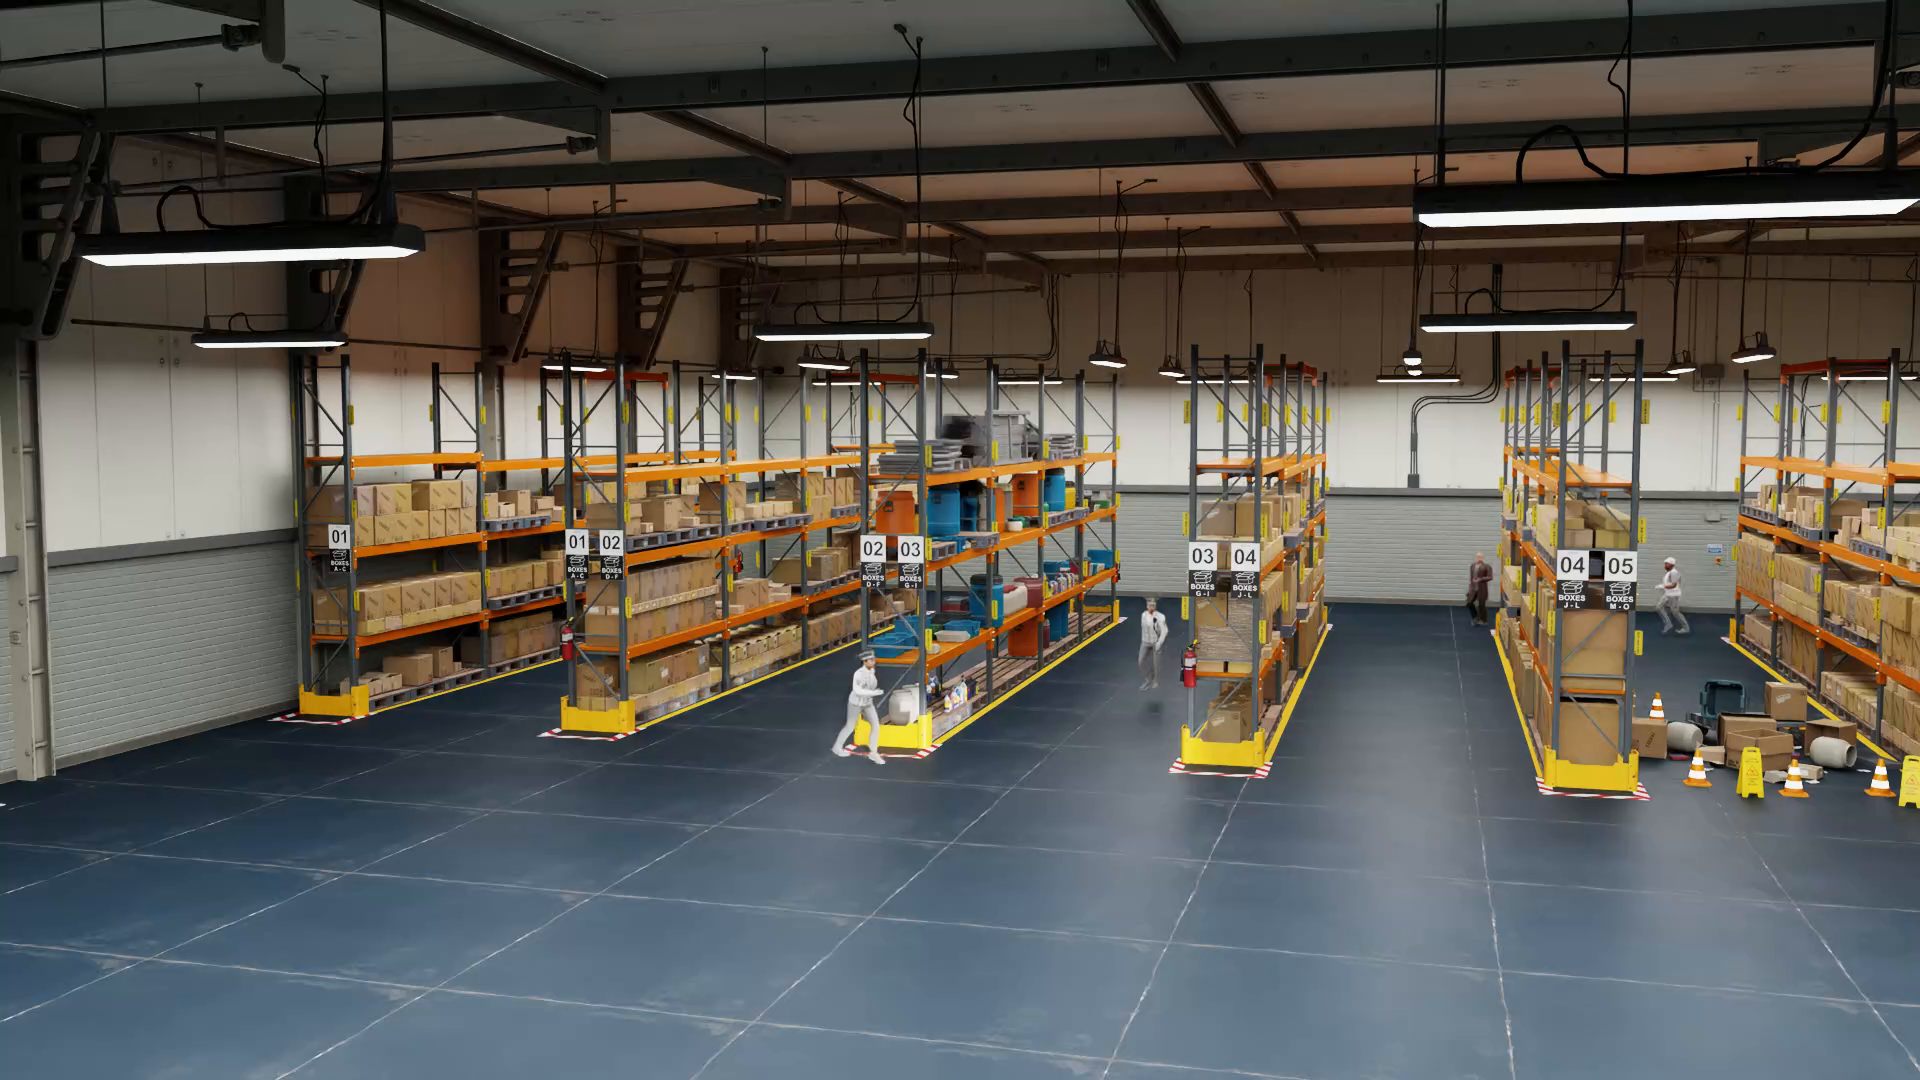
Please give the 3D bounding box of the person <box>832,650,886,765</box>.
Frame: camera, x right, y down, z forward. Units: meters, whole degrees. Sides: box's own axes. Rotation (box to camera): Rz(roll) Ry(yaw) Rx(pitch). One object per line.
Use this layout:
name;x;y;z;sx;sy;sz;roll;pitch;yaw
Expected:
person;-1.432;2.388;23.924;0.912;1.658;0.598;3;5;37

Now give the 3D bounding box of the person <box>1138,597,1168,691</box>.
person;3.311;1.778;28.454;0.600;1.628;0.691;3;5;31

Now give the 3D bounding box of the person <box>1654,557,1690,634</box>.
person;16.235;1.285;37.937;0.819;1.784;0.589;1;4;9

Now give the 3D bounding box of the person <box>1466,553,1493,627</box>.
person;12.230;1.179;39.196;0.740;1.770;0.677;-4;6;-44
